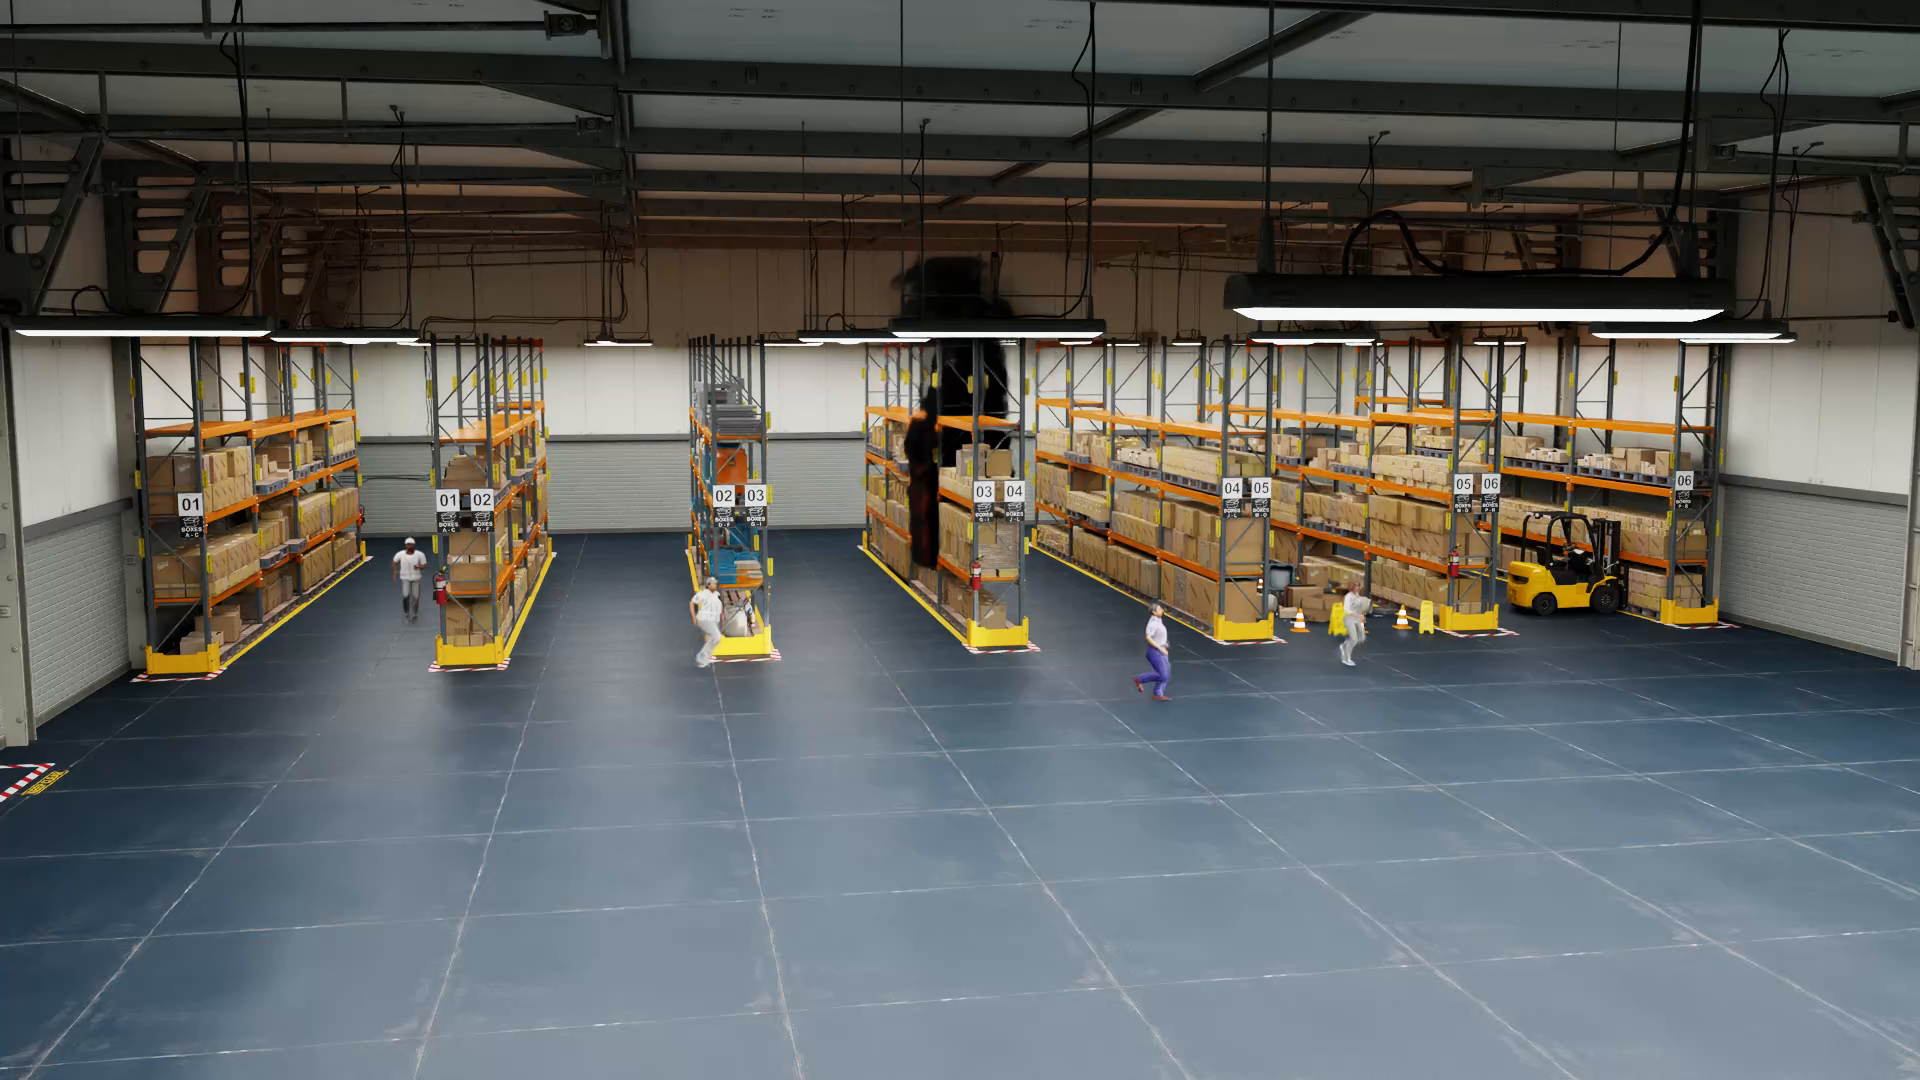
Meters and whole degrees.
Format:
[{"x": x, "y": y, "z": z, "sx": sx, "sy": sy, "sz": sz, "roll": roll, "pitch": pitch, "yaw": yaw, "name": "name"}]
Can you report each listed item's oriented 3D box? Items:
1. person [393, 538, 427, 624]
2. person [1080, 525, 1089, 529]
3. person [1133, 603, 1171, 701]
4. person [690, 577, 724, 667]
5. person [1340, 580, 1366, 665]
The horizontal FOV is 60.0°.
[{"x": -11.534, "y": 0.858, "z": 34.906, "sx": 0.676, "sy": 1.820, "sz": 0.750, "roll": -2, "pitch": 7, "yaw": -20, "name": "person"}, {"x": 3.744, "y": -0.843, "z": 50.048, "sx": 0.554, "sy": 1.655, "sz": 0.602, "roll": -2, "pitch": 7, "yaw": -16, "name": "person"}, {"x": 3.154, "y": 1.830, "z": 27.165, "sx": 0.607, "sy": 1.608, "sz": 0.608, "roll": 1, "pitch": 7, "yaw": 11, "name": "person"}, {"x": -4.479, "y": 1.480, "z": 30.044, "sx": 0.603, "sy": 1.602, "sz": 0.615, "roll": 4, "pitch": 8, "yaw": 32, "name": "person"}, {"x": 7.147, "y": 1.541, "z": 30.218, "sx": 0.562, "sy": 1.467, "sz": 0.570, "roll": 5, "pitch": 8, "yaw": 39, "name": "person"}]
